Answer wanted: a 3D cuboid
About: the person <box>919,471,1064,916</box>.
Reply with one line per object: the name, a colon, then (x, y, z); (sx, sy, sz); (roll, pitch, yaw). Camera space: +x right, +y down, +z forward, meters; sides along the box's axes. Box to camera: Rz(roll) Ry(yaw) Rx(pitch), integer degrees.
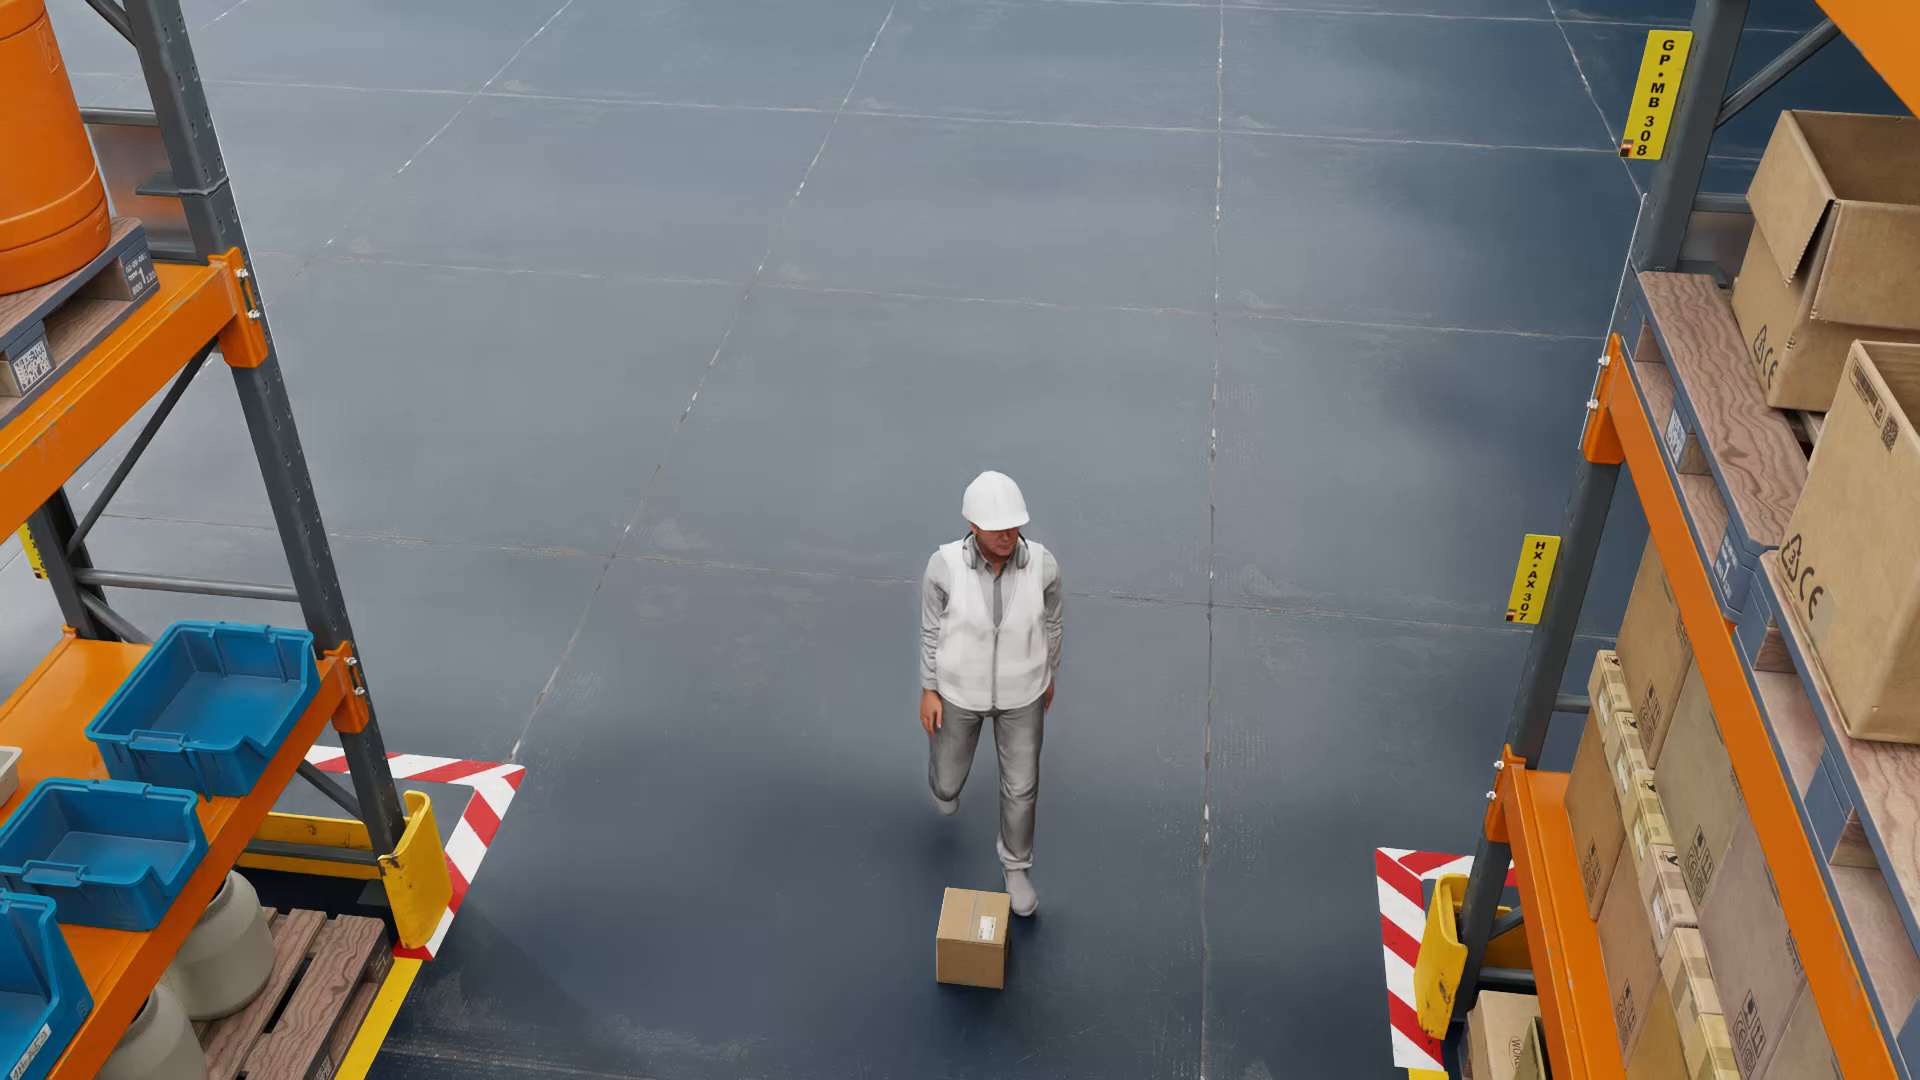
person: (0.120, 0.556, 6.231); (0.549, 1.757, 0.752); (-2, 36, -3)
